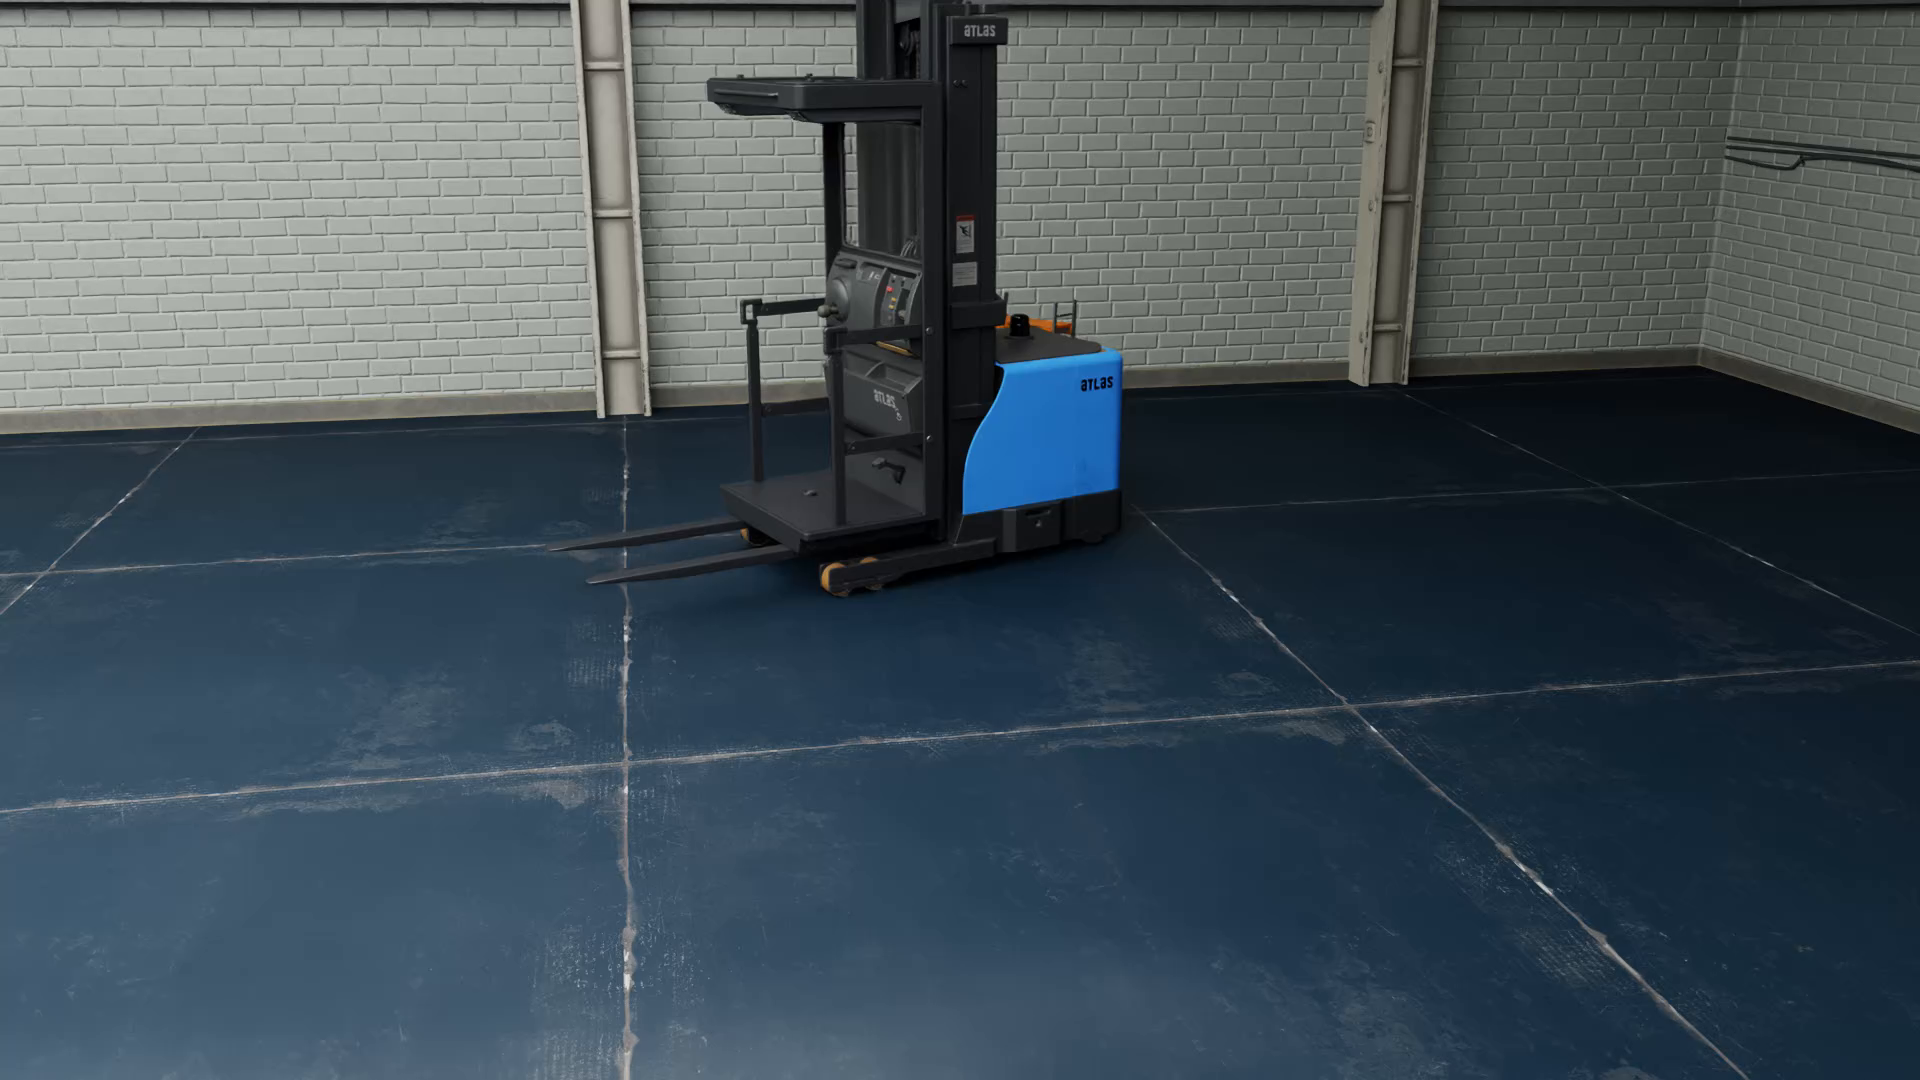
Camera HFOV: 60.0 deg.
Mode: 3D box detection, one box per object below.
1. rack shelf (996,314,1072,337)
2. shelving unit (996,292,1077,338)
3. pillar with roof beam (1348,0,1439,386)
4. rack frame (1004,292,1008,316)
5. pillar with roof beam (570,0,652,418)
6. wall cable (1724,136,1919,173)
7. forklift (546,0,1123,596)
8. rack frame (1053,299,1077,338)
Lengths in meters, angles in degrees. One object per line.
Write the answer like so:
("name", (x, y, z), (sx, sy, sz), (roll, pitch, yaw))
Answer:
("rack shelf", (0.414, -1.248, 9.975), (0.480, 0.148, 0.258), (11, 18, 33))
("shelving unit", (0.404, -0.869, 10.077), (0.503, 1.200, 0.258), (11, 18, 33))
("pillar with roof beam", (4.206, -4.348, 8.140), (0.400, 9.000, 9.100), (-3, 17, -10))
("rack frame", (0.203, -0.909, 10.209), (0.015, 1.200, 0.240), (11, 18, 33))
("pillar with roof beam", (-1.685, -4.013, 7.052), (0.400, 9.000, 9.100), (-3, 17, -10))
("wall cable", (6.532, -3.887, 11.930), (0.112, 2.526, 3.097), (-3, 17, -10))
("forklift", (-0.629, -1.294, 8.533), (3.031, 2.935, 1.130), (-10, 20, -29))
("rack frame", (0.605, -0.828, 9.944), (0.015, 1.200, 0.240), (11, 18, 33))
